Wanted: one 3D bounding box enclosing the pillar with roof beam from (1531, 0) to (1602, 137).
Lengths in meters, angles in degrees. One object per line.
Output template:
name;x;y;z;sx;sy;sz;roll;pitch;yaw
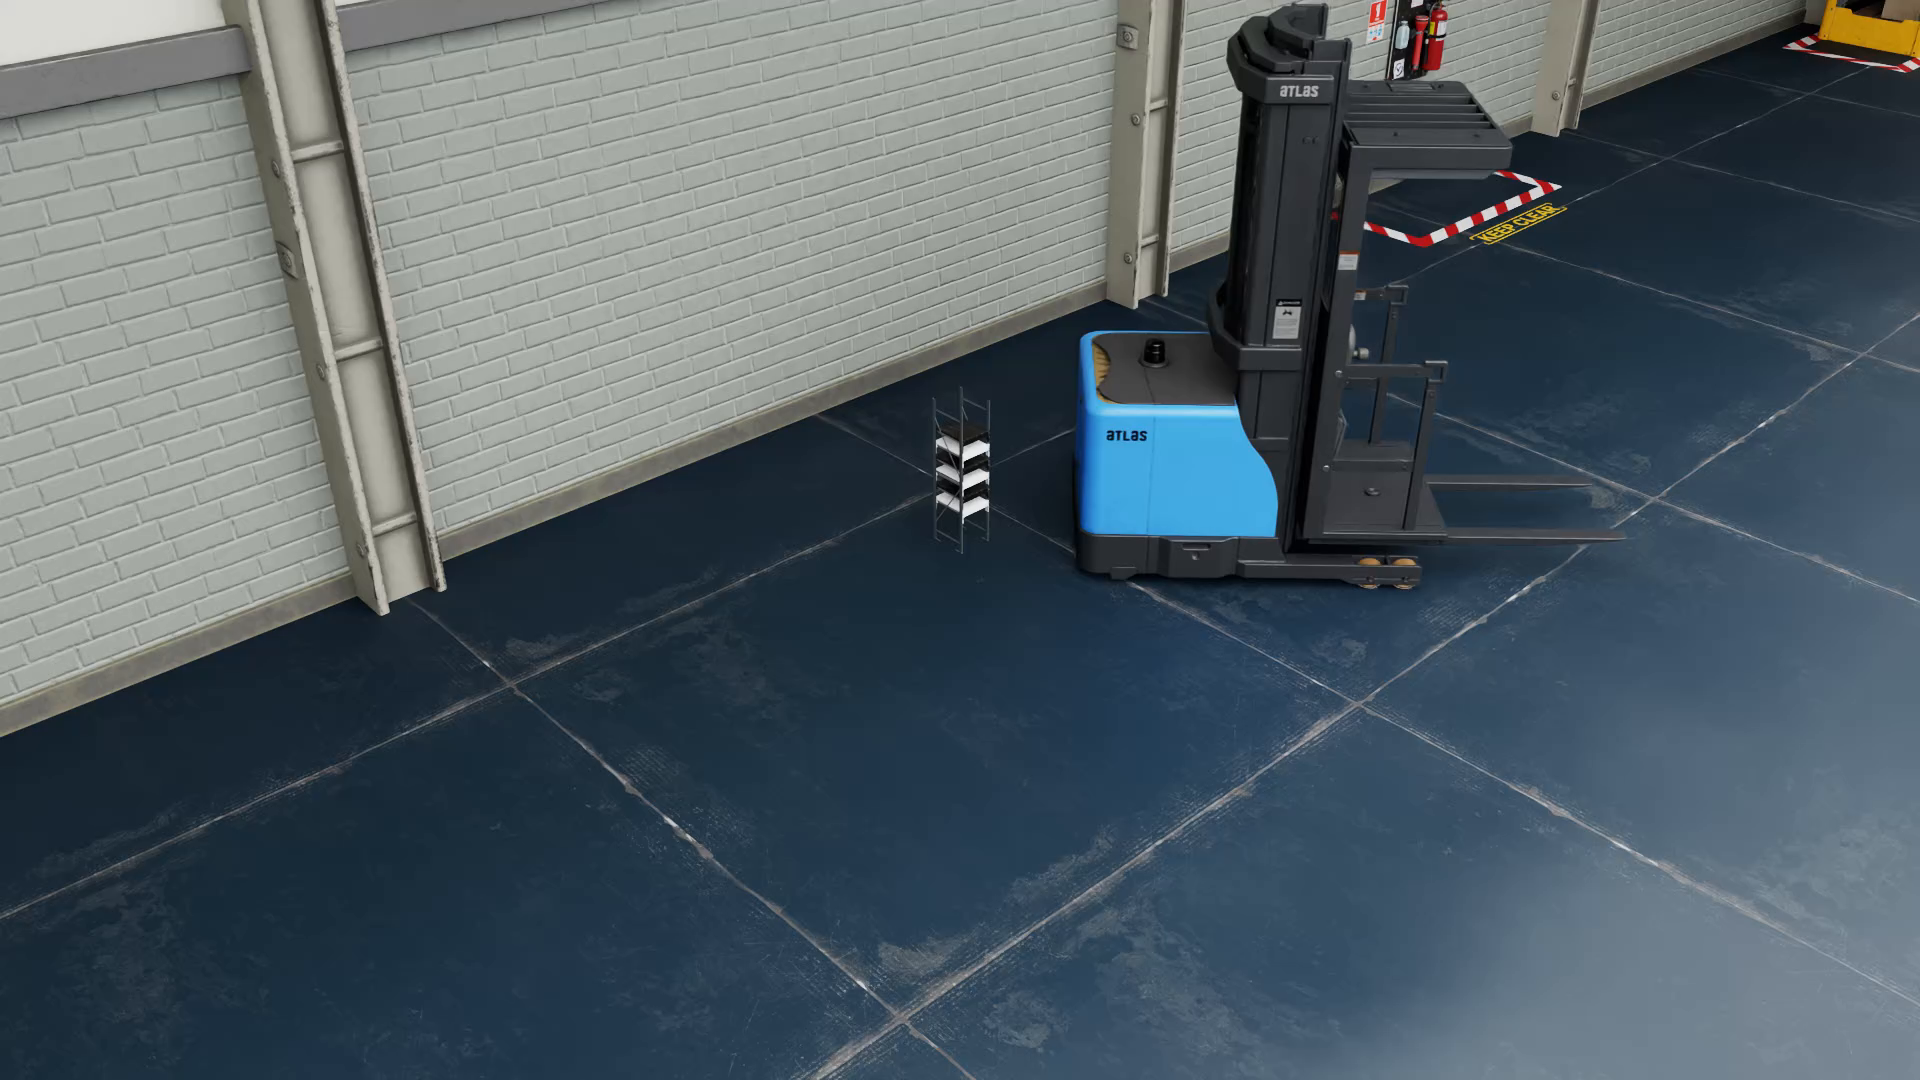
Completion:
pillar with roof beam;8.658;-6.170;11.049;0.400;9.000;9.100;-26;40;-35

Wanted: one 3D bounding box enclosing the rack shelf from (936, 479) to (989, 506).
rack shelf;0.006;-0.282;9.419;0.200;0.077;0.258;-26;40;-35

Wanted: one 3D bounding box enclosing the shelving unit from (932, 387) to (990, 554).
shelving unit;0.006;-0.387;9.354;0.210;0.900;0.258;-26;40;-35

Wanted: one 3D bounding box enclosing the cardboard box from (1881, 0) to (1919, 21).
cardboard box;10.774;-6.058;18.772;0.500;0.311;0.500;24;39;34

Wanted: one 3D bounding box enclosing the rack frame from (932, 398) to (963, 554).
rack frame;-0.069;-0.351;9.295;0.006;0.900;0.240;-26;40;-35

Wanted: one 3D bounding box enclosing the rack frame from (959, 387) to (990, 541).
rack frame;0.081;-0.423;9.413;0.006;0.900;0.240;-26;40;-35

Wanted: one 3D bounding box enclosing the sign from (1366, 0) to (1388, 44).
sign;3.418;-4.254;13.632;0.234;0.329;0.001;-26;40;-35

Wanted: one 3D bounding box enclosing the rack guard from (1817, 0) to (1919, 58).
rack guard;10.262;-5.767;18.536;0.348;0.500;1.175;-26;40;-35

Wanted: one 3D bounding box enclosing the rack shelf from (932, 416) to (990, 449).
rack shelf;0.006;-0.589;9.231;0.200;0.077;0.258;-26;40;-35

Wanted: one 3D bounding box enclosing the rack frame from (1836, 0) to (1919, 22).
rack frame;10.206;-6.806;17.840;0.127;3.000;1.000;-26;40;-35

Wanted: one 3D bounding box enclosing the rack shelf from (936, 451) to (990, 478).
rack shelf;0.006;-0.435;9.325;0.200;0.077;0.258;-26;40;-35

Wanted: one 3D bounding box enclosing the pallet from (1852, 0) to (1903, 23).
pallet;10.881;-5.918;19.061;1.213;0.211;1.003;-26;40;-35

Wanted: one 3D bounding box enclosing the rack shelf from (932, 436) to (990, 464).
rack shelf;0.006;-0.512;9.278;0.200;0.077;0.258;-26;40;-35

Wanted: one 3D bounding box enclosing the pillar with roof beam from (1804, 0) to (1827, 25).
pillar with roof beam;13.058;-8.298;14.529;0.400;9.000;9.100;-26;40;-35

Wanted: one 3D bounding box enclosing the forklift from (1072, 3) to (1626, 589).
forklift;2.172;-1.263;8.840;3.031;2.935;1.130;1;31;1

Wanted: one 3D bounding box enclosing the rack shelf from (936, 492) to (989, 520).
rack shelf;0.006;-0.205;9.466;0.200;0.077;0.258;-26;40;-35

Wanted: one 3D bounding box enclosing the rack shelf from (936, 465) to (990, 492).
rack shelf;0.006;-0.358;9.372;0.200;0.077;0.258;-26;40;-35

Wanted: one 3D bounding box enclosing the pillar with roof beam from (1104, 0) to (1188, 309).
pillar with roof beam;4.259;-4.042;7.568;0.400;9.000;9.100;-26;40;-35

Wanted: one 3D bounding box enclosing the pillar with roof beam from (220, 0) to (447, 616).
pillar with roof beam;-0.141;-1.914;4.088;0.400;9.000;9.100;-26;40;-35

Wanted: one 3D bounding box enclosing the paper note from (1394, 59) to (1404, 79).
paper note;3.717;-3.983;14.068;0.142;0.148;0.016;-26;40;-35

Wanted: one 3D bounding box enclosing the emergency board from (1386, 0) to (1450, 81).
emergency board;3.893;-4.395;13.897;0.643;1.169;0.194;-26;40;-35
